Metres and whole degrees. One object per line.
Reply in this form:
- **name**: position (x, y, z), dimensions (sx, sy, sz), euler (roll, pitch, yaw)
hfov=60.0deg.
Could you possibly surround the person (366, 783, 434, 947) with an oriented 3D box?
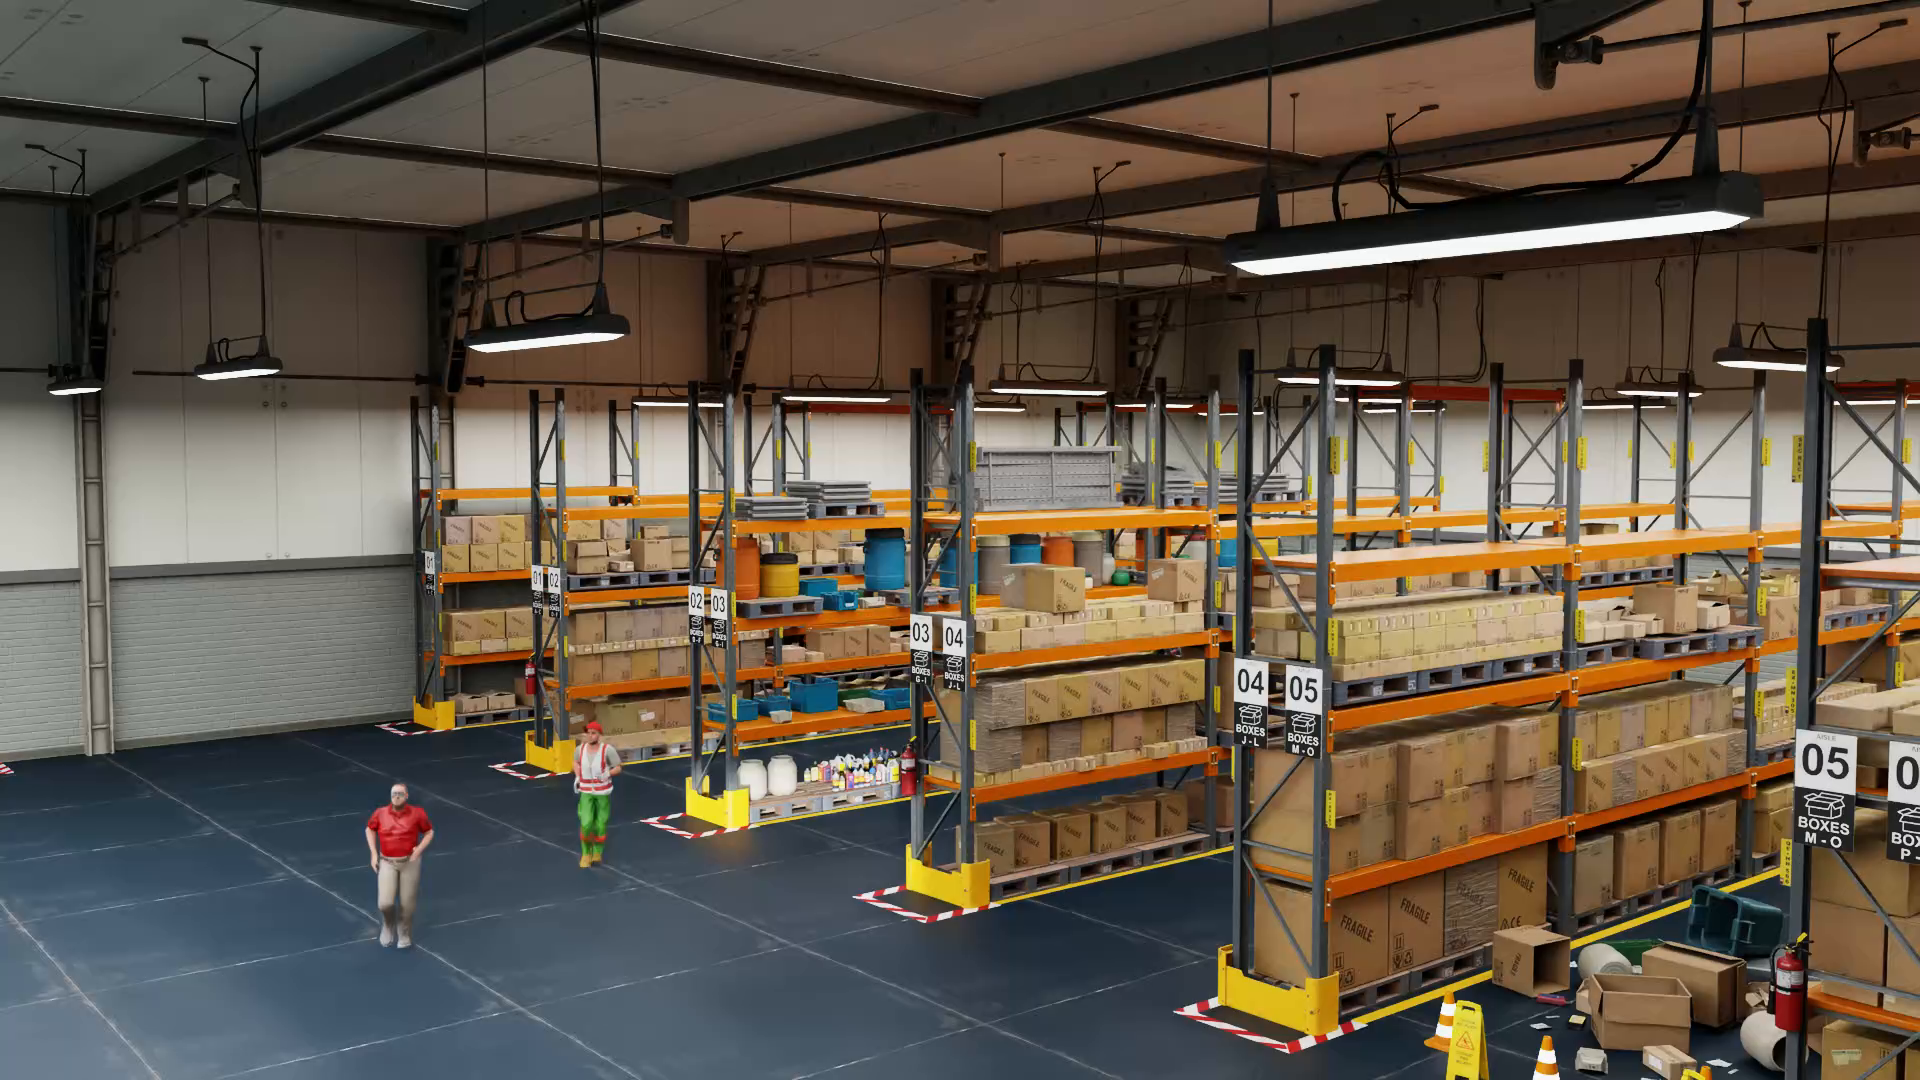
- **person**: position (-5.688, 3.317, 16.896), dimensions (0.668, 1.694, 0.605), euler (-1, 4, -16)

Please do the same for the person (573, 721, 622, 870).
- **person**: position (-4.416, 3.096, 20.153), dimensions (0.620, 1.806, 0.709), euler (0, 3, -4)
